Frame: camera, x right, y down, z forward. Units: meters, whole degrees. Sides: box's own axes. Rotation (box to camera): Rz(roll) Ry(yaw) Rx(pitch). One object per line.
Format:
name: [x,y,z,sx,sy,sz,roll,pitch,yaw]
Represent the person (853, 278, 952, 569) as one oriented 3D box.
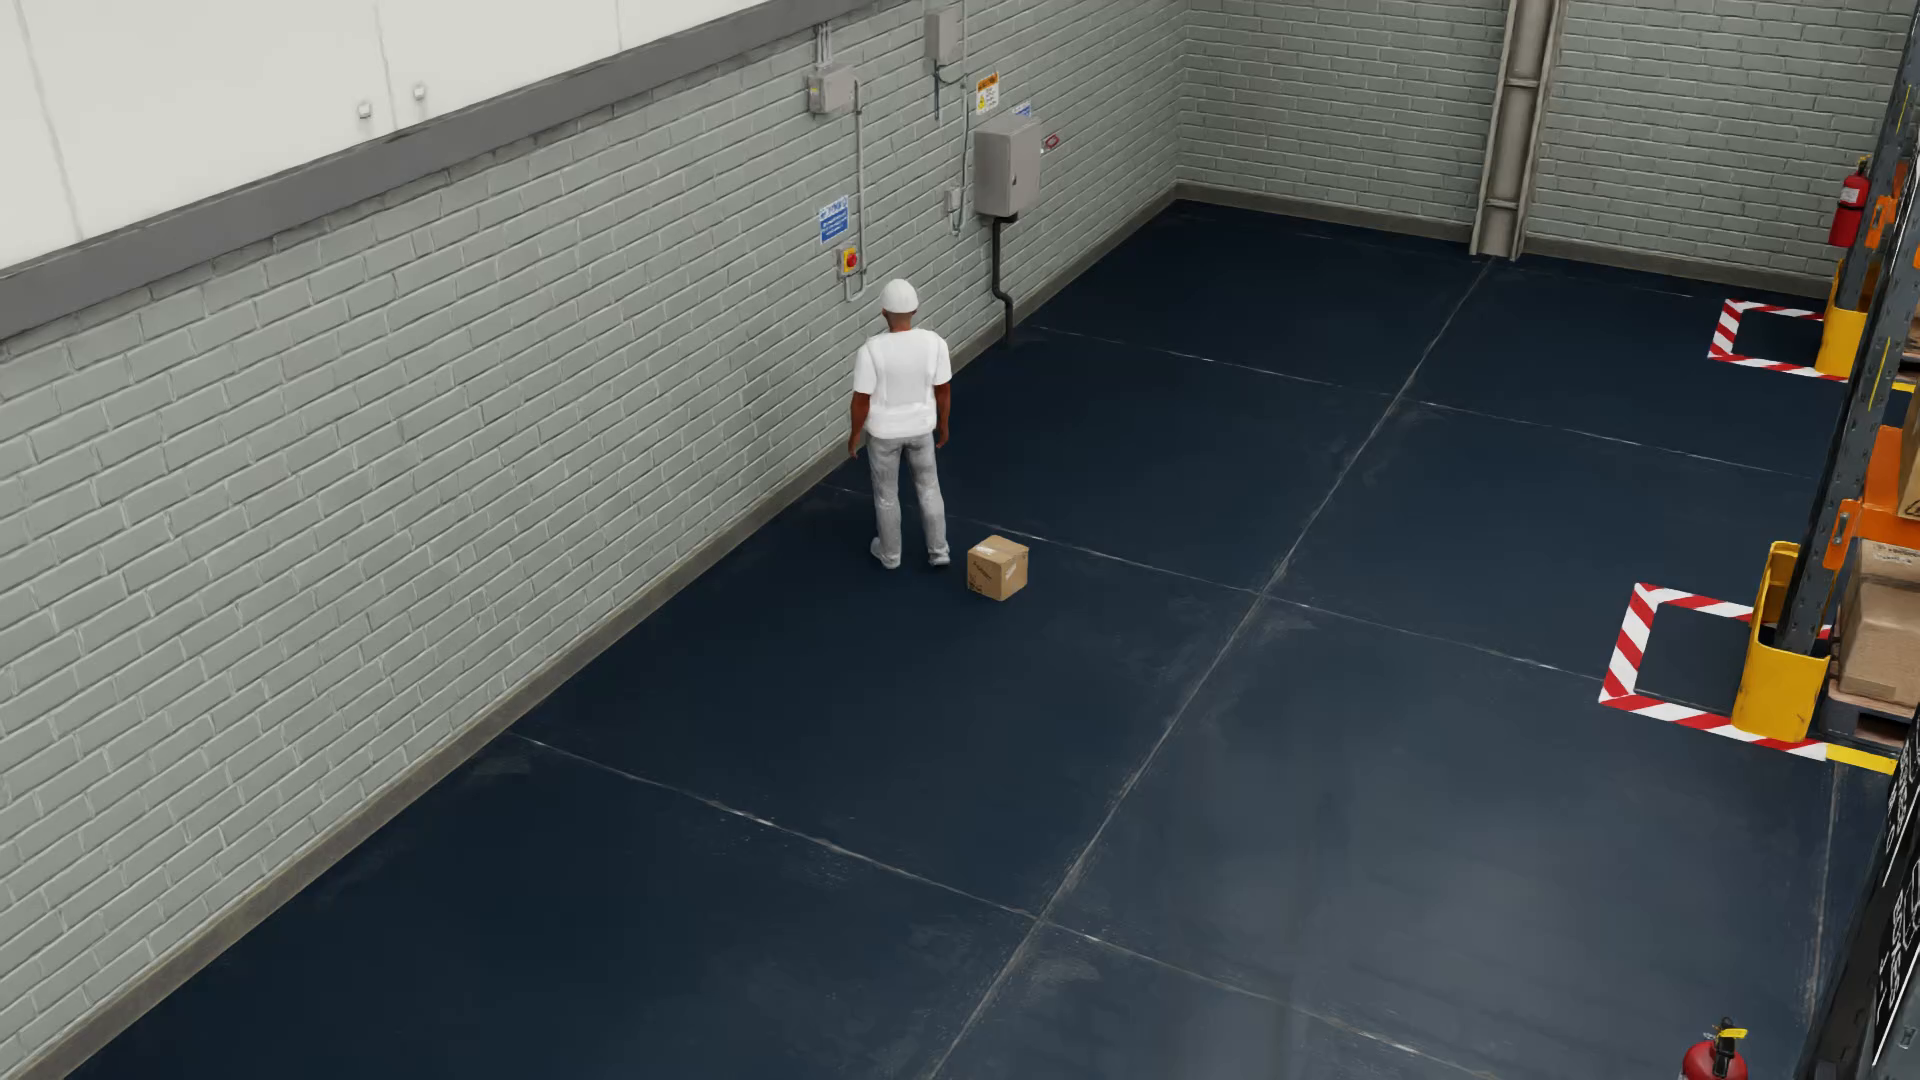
person: [-0.347,-0.615,9.412,0.562,1.848,0.438,-10,31,-16]
